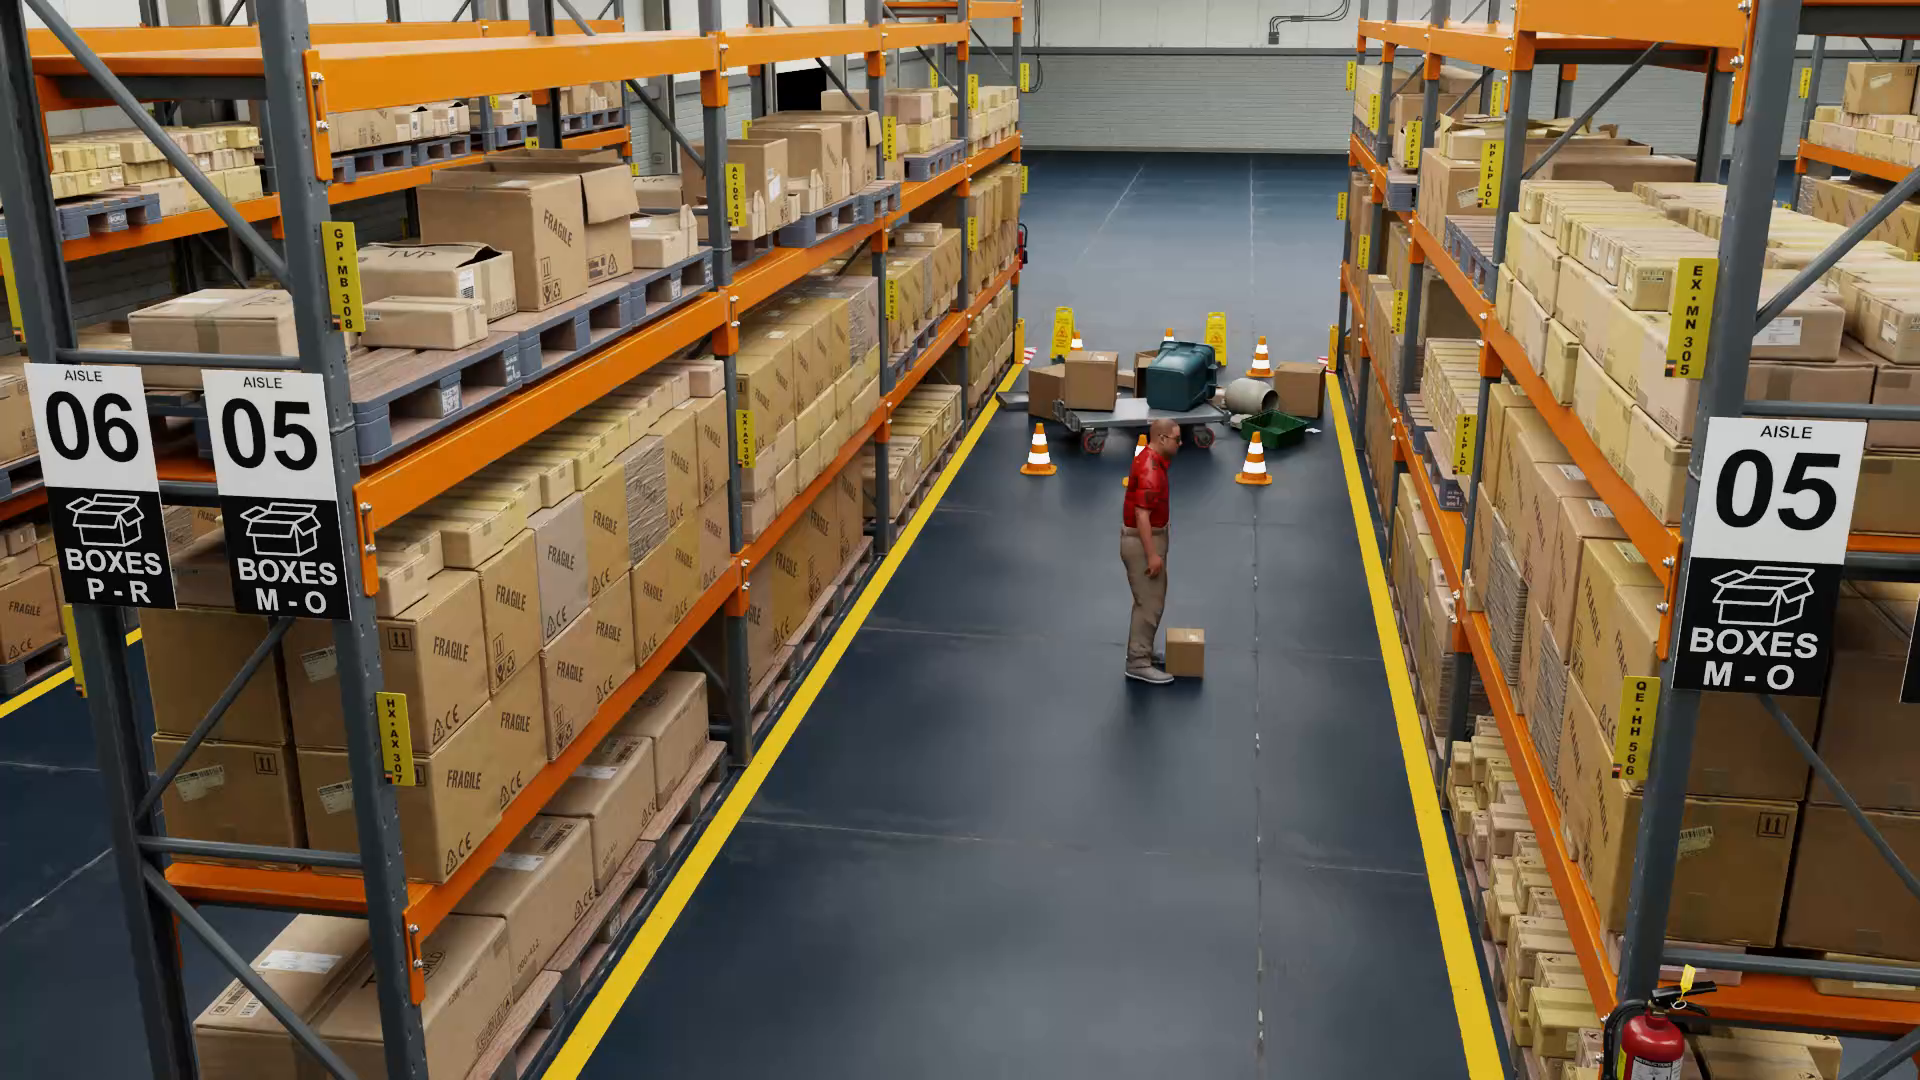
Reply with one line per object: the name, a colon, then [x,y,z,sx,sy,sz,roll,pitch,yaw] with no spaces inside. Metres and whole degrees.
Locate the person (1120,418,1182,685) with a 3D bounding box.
person: [1.254,0.041,10.946,0.390,1.727,0.585,3,18,8]
